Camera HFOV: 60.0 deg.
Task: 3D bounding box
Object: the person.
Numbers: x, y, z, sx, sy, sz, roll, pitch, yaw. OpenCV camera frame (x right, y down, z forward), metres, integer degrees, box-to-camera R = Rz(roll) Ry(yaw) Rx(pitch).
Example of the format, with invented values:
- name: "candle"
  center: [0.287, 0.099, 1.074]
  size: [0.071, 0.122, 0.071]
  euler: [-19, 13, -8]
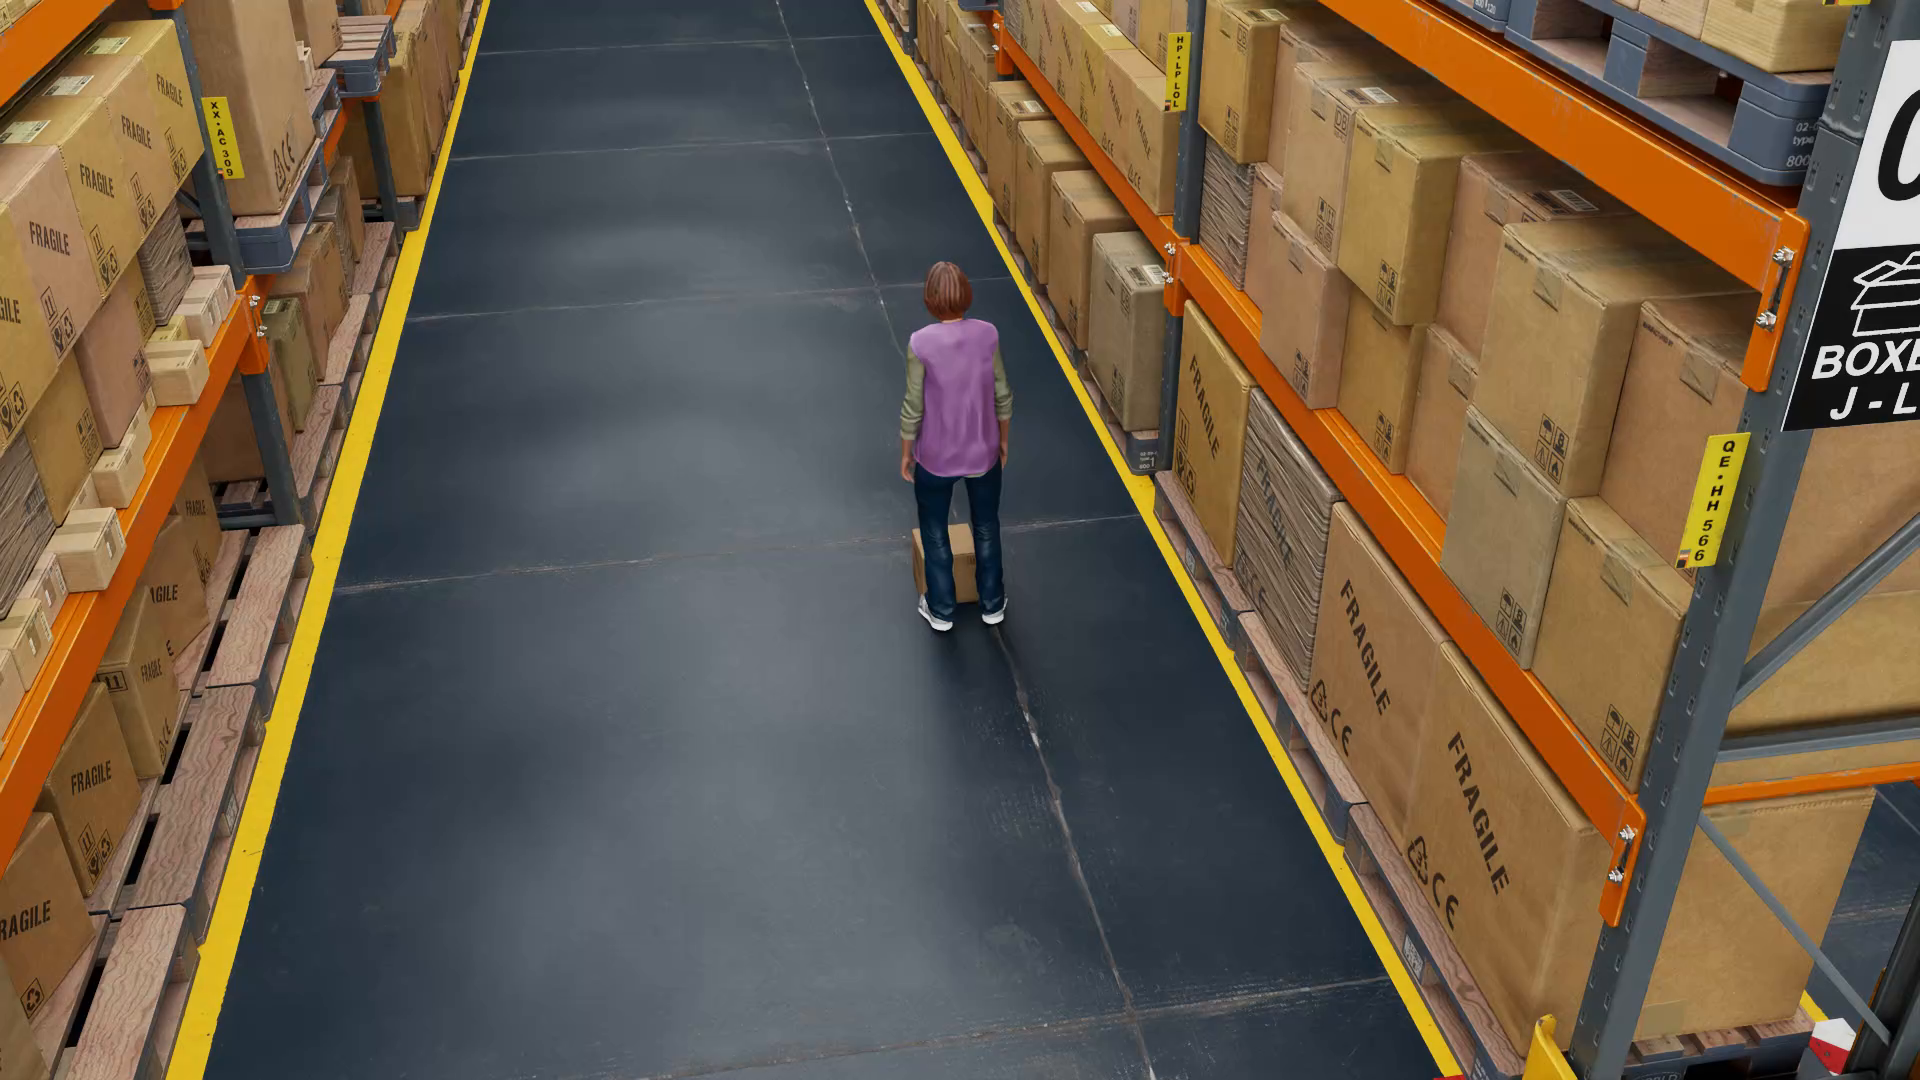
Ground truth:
- name: "person"
  center: [-0.012, -0.338, 6.722]
  size: [0.479, 1.574, 0.346]
  euler: [-7, 32, -12]
